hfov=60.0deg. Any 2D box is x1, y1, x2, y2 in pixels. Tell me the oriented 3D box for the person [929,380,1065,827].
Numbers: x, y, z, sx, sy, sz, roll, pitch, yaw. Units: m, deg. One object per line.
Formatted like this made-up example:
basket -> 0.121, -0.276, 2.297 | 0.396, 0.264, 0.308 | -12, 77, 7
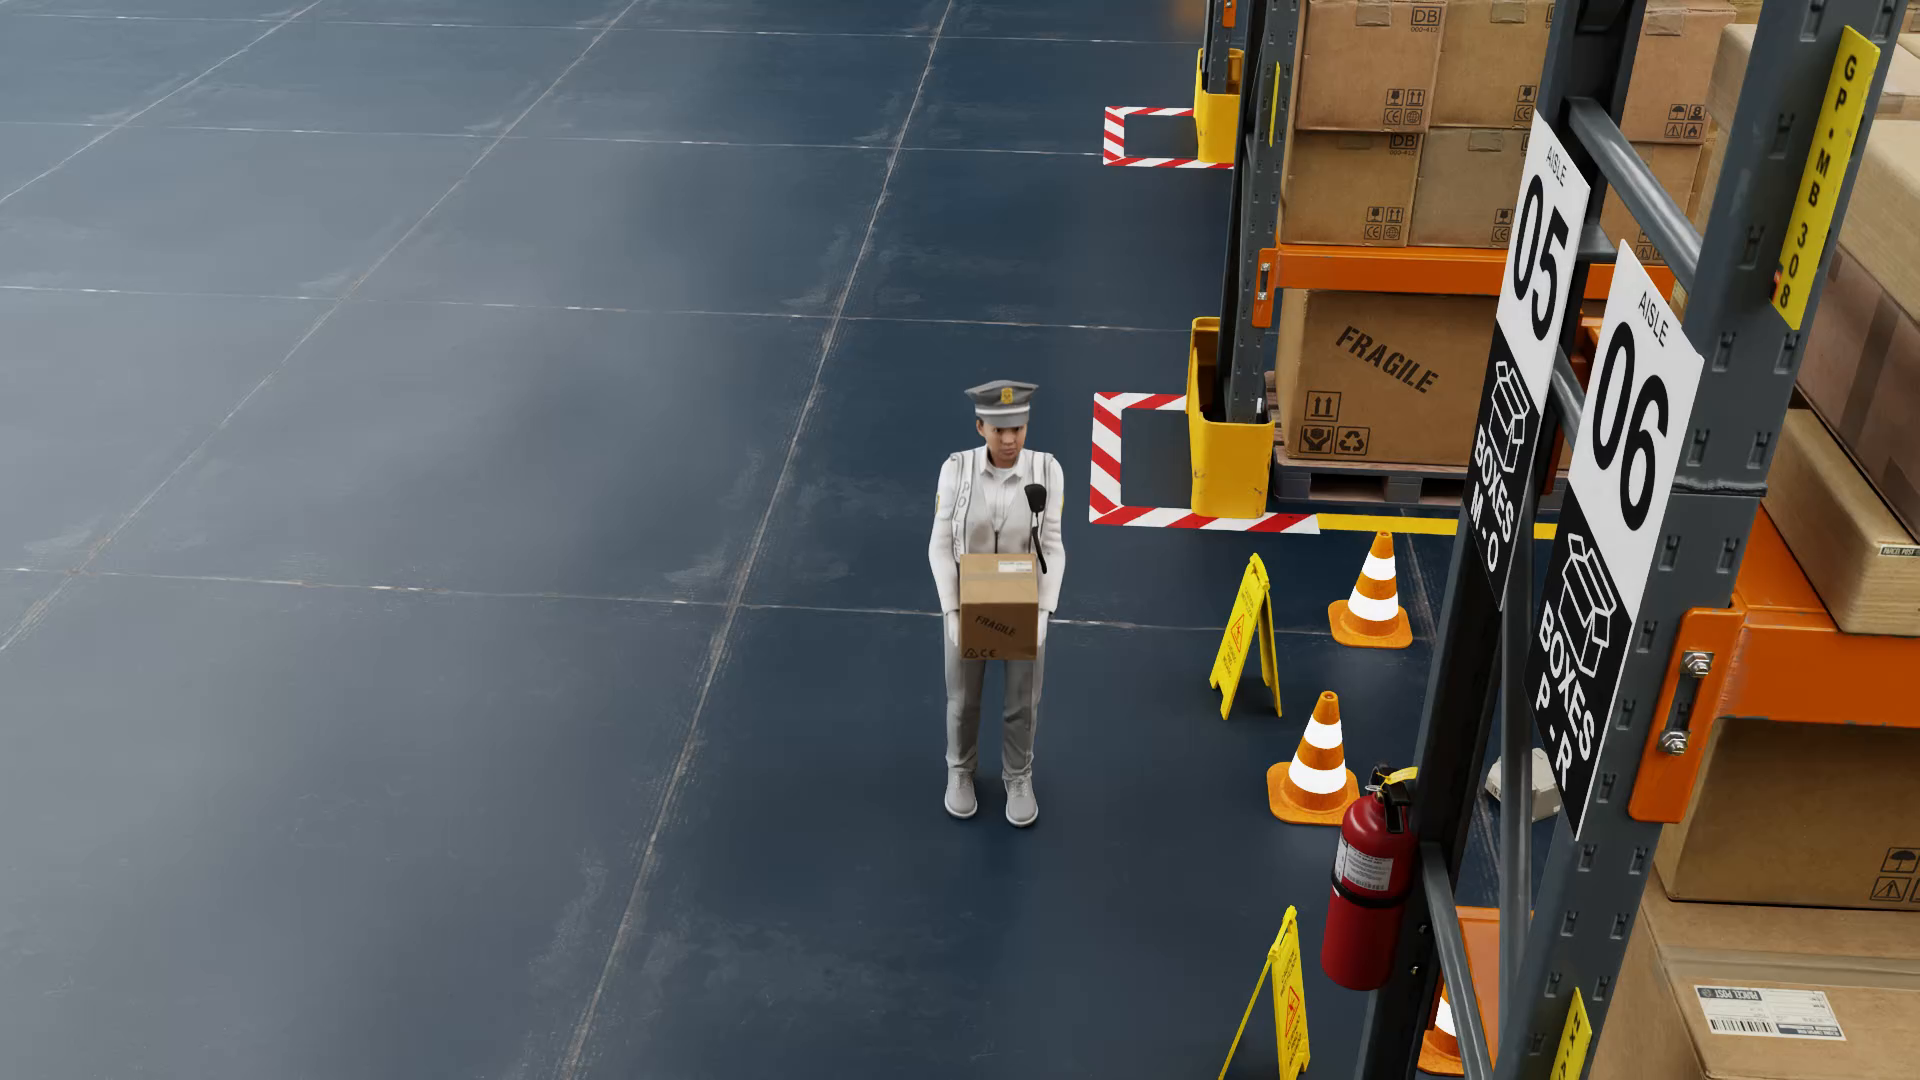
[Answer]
person -> 0.125, 0.251, 5.716 | 0.459, 1.686, 0.553 | 0, 32, 0
